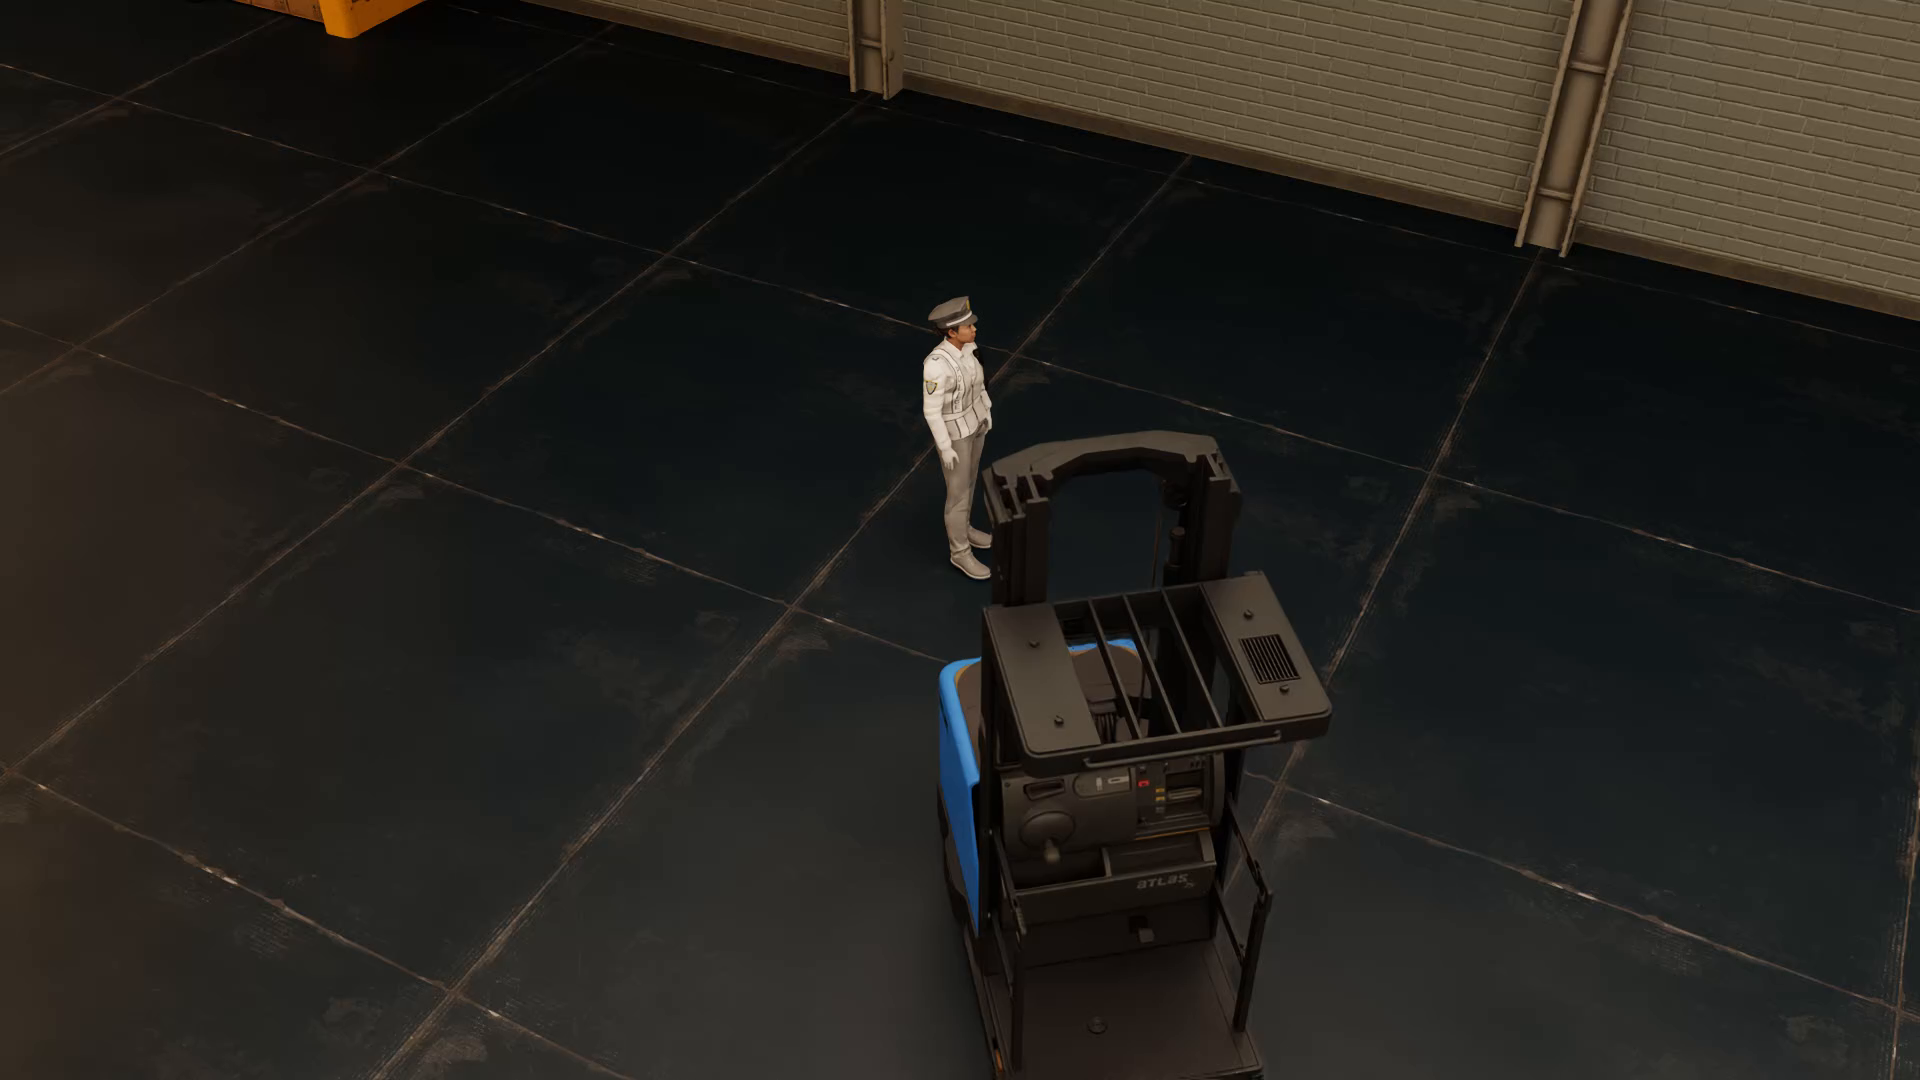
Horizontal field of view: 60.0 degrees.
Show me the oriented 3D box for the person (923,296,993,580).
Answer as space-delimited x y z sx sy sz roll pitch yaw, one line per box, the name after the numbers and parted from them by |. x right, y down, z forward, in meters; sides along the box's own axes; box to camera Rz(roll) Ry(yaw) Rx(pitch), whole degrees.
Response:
0.058 -0.630 9.683 0.531 1.695 0.588 18 43 21 | person

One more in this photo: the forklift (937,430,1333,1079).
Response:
0.669 1.156 6.614 1.130 2.935 3.031 -7 41 -8 | forklift
